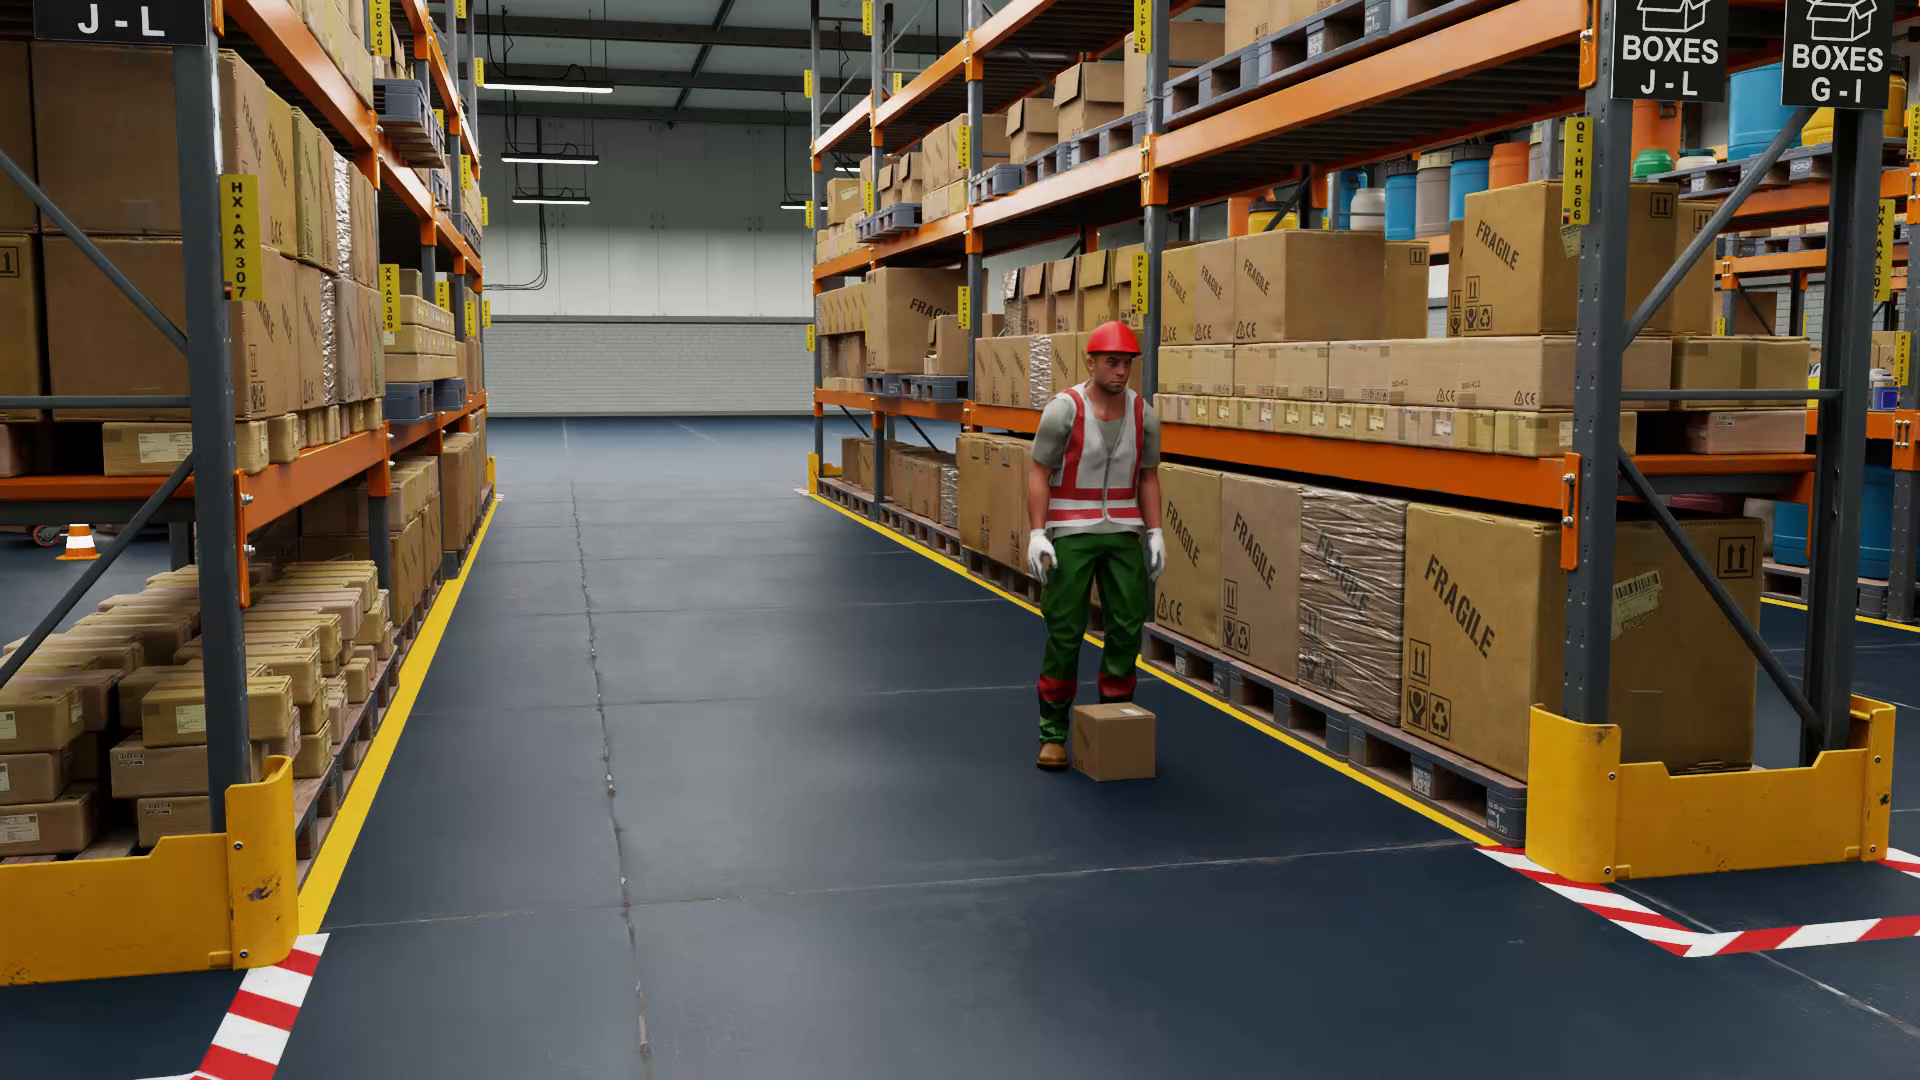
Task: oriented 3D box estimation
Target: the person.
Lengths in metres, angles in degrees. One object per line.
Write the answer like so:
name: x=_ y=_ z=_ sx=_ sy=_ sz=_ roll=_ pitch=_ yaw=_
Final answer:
person: x=2.432 y=-0.629 z=12.795 sx=7.718 sy=1.774 sz=11.115 roll=-2 pitch=6 yaw=-17
